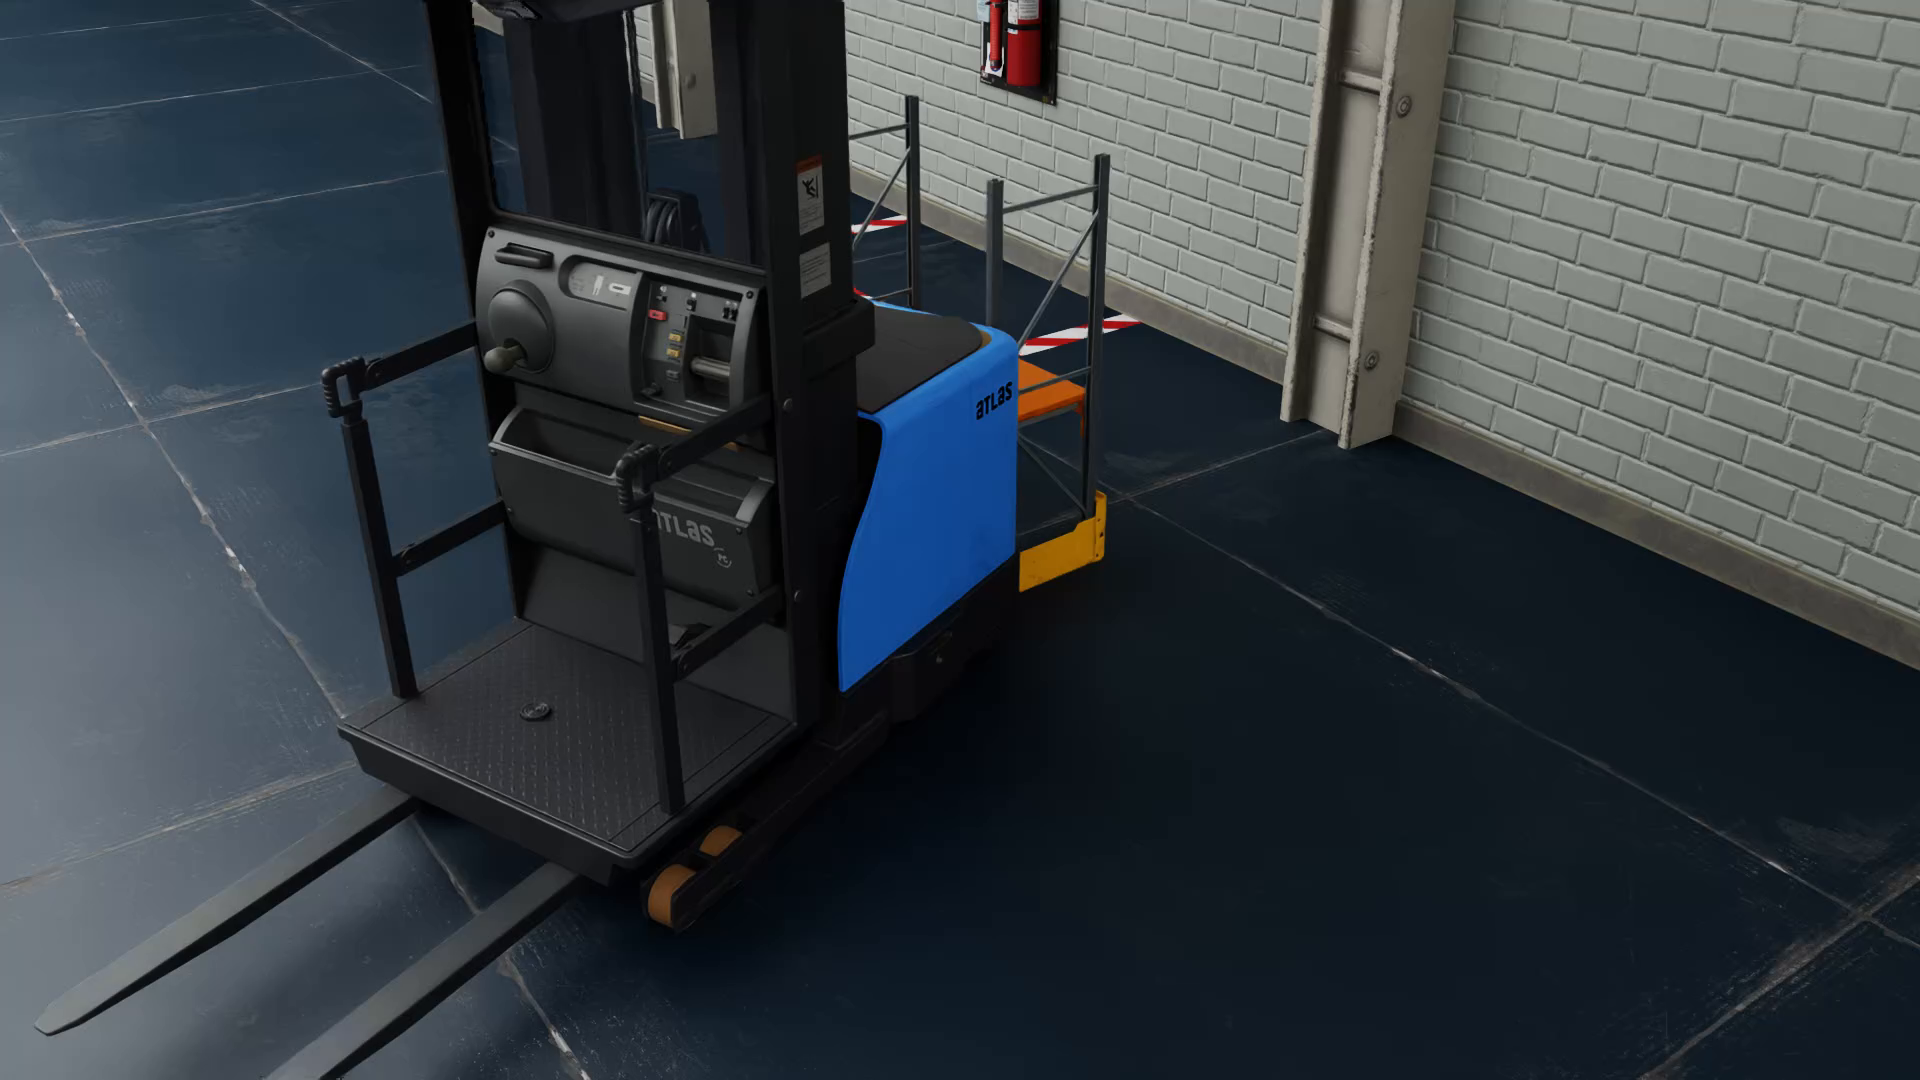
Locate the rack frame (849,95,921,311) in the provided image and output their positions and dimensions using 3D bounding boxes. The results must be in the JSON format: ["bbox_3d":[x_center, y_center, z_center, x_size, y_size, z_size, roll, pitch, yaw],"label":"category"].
[{"bbox_3d":[-0.354,-0.902,6.340,0.500,1.500,0.032,-21,35,-34],"label":"rack frame"}]

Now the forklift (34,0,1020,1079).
[{"bbox_3d":[-1.010,-0.521,4.139,1.130,2.935,3.031,17,33,28],"label":"forklift"}]

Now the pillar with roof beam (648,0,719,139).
[{"bbox_3d":[-5.361,-5.591,7.115,9.100,9.000,0.400,-19,34,-31],"label":"pillar with roof beam"}]

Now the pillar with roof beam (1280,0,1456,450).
[{"bbox_3d":[-1.881,-3.258,2.820,9.100,9.000,0.400,-19,34,-31],"label":"pillar with roof beam"}]

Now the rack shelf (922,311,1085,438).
[{"bbox_3d":[-0.034,-0.556,6.079,0.538,0.185,1.000,-21,35,-34],"label":"rack shelf"}]

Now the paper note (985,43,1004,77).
[{"bbox_3d":[0.177,-2.486,8.607,0.016,0.148,0.142,-19,34,-31],"label":"paper note"}]

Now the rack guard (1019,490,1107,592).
[{"bbox_3d":[0.285,0.023,5.946,0.587,0.250,0.087,-21,35,-34],"label":"rack guard"}]

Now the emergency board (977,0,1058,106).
[{"bbox_3d":[0.224,-2.785,8.235,0.194,1.169,0.643,-19,34,-31],"label":"emergency board"}]

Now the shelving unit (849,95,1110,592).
[{"bbox_3d":[-0.028,-0.711,5.987,0.587,1.500,1.083,-21,35,-34],"label":"shelving unit"}]

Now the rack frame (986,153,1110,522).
[{"bbox_3d":[0.286,-0.526,5.646,0.500,1.500,0.032,-21,35,-34],"label":"rack frame"}]
